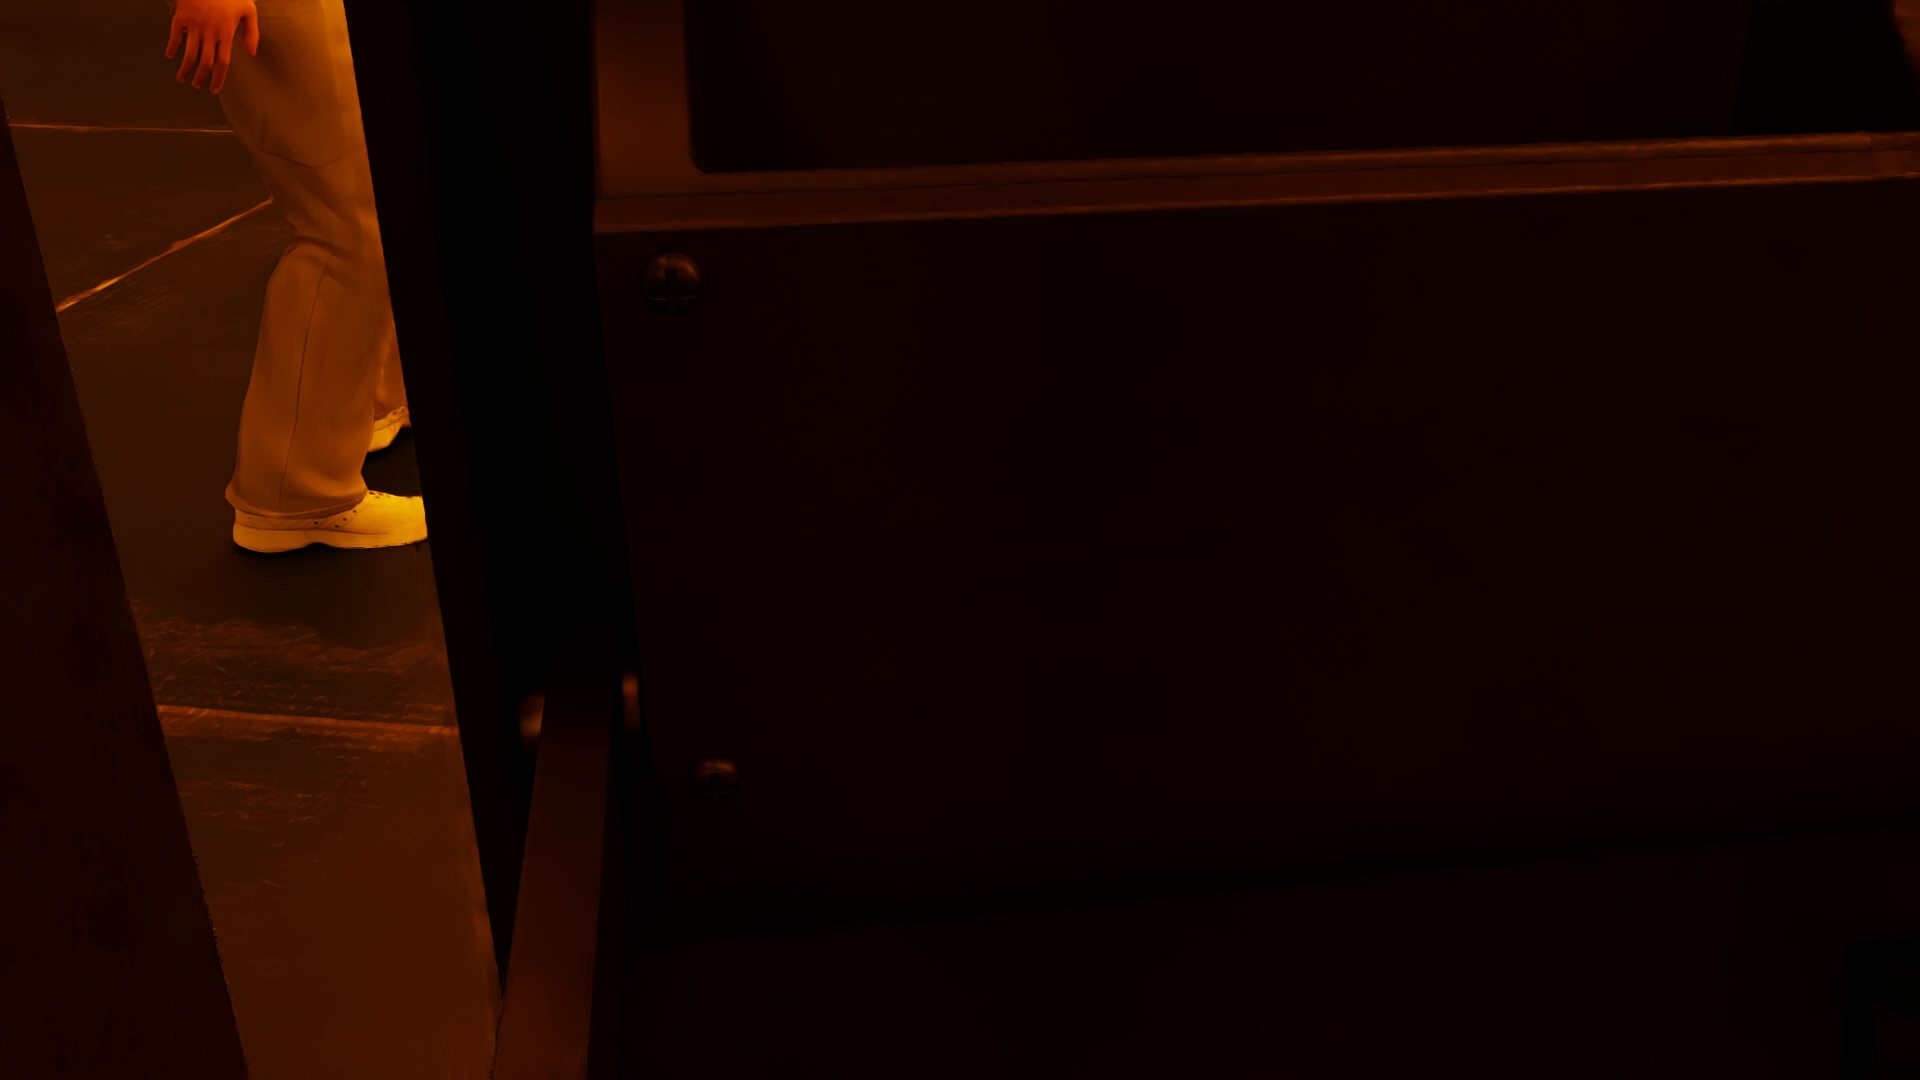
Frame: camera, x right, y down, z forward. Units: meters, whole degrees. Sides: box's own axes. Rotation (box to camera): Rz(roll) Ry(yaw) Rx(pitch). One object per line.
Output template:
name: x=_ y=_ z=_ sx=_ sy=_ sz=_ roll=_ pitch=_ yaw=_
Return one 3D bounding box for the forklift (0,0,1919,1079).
forklift: x=0.374 y=-0.497 z=0.214 sx=1.130 sy=2.935 sz=3.031 roll=-4 pitch=27 yaw=-8

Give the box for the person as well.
person: x=-0.940 y=-0.797 z=2.272 sx=0.376 sy=1.646 sz=0.780 roll=-8 pitch=28 yaw=-16
